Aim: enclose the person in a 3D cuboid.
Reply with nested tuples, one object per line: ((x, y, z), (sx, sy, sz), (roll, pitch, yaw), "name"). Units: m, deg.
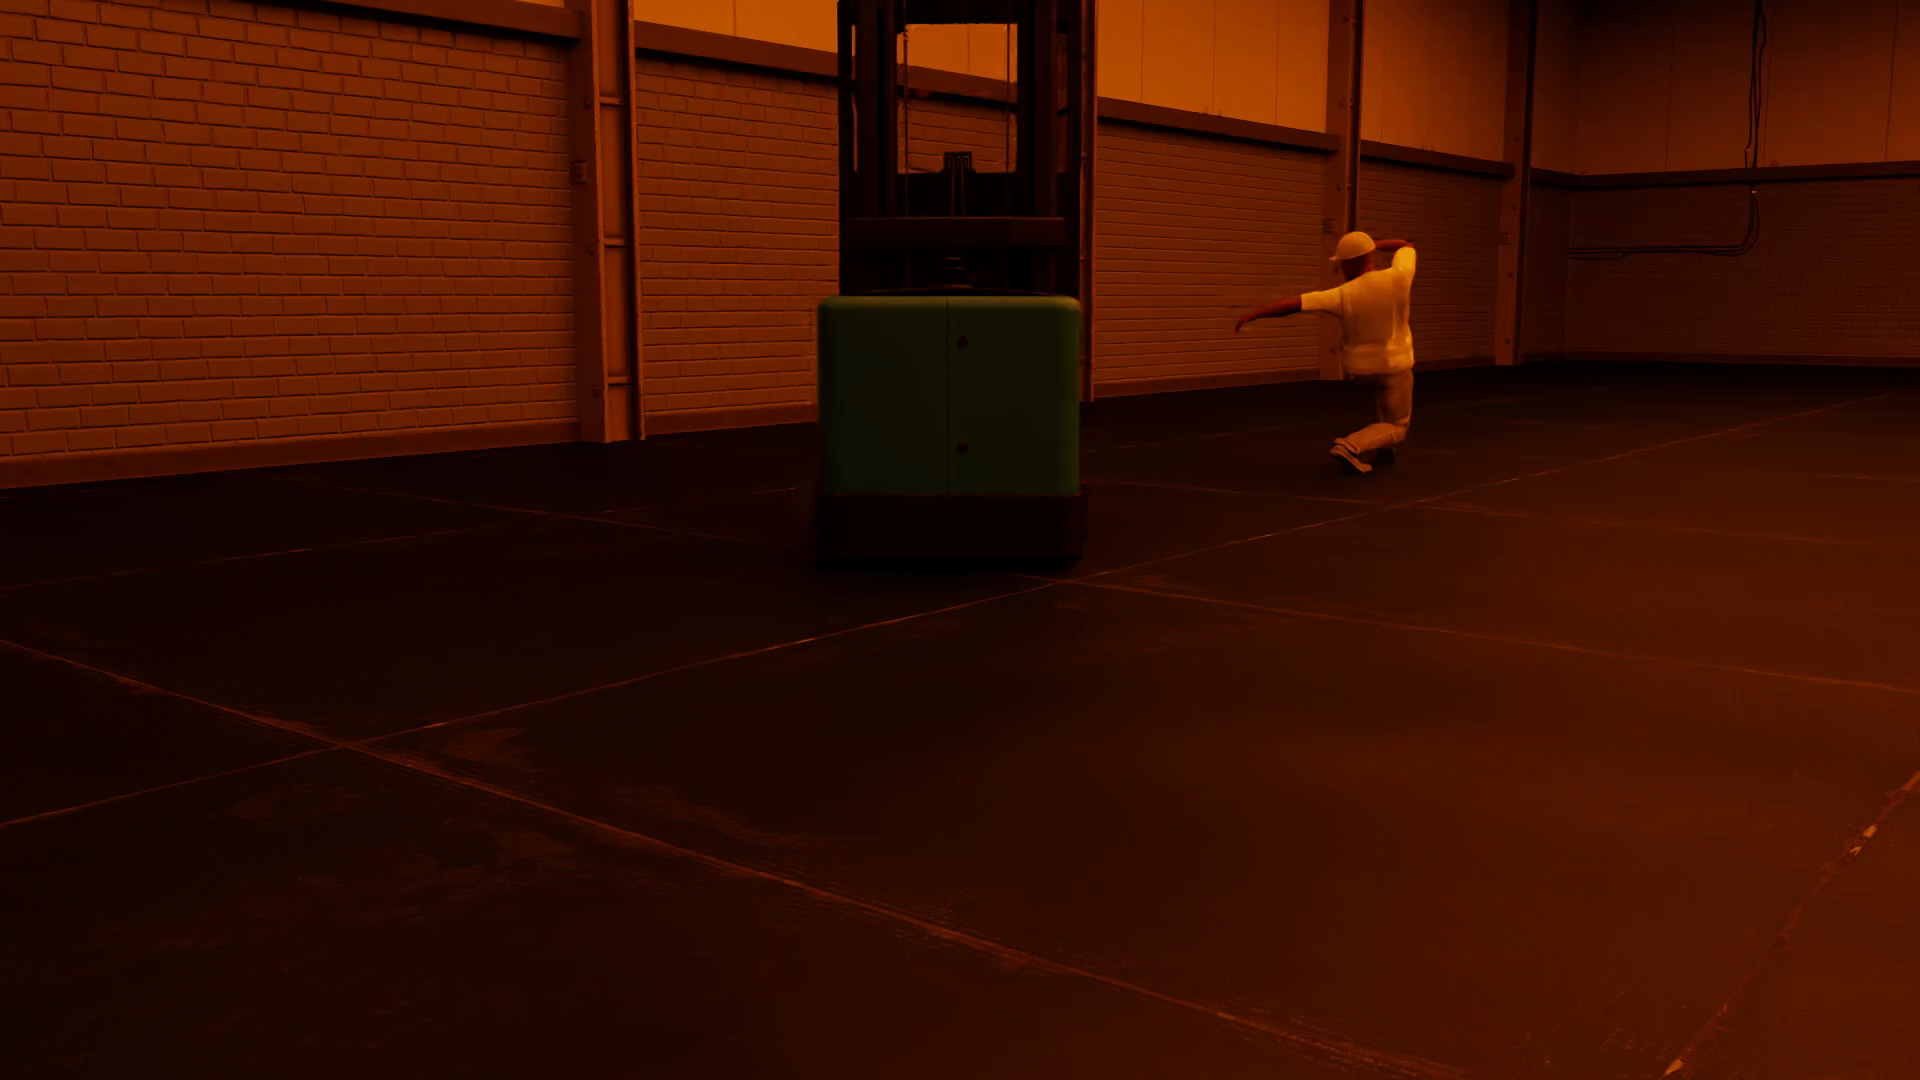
((2.370, -1.190, 10.542), (1.050, 1.485, 0.921), (5, 10, 33), "person")

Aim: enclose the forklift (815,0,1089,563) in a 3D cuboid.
((0.008, -1.534, 7.766), (1.130, 2.935, 3.031), (0, 8, 2), "forklift")
